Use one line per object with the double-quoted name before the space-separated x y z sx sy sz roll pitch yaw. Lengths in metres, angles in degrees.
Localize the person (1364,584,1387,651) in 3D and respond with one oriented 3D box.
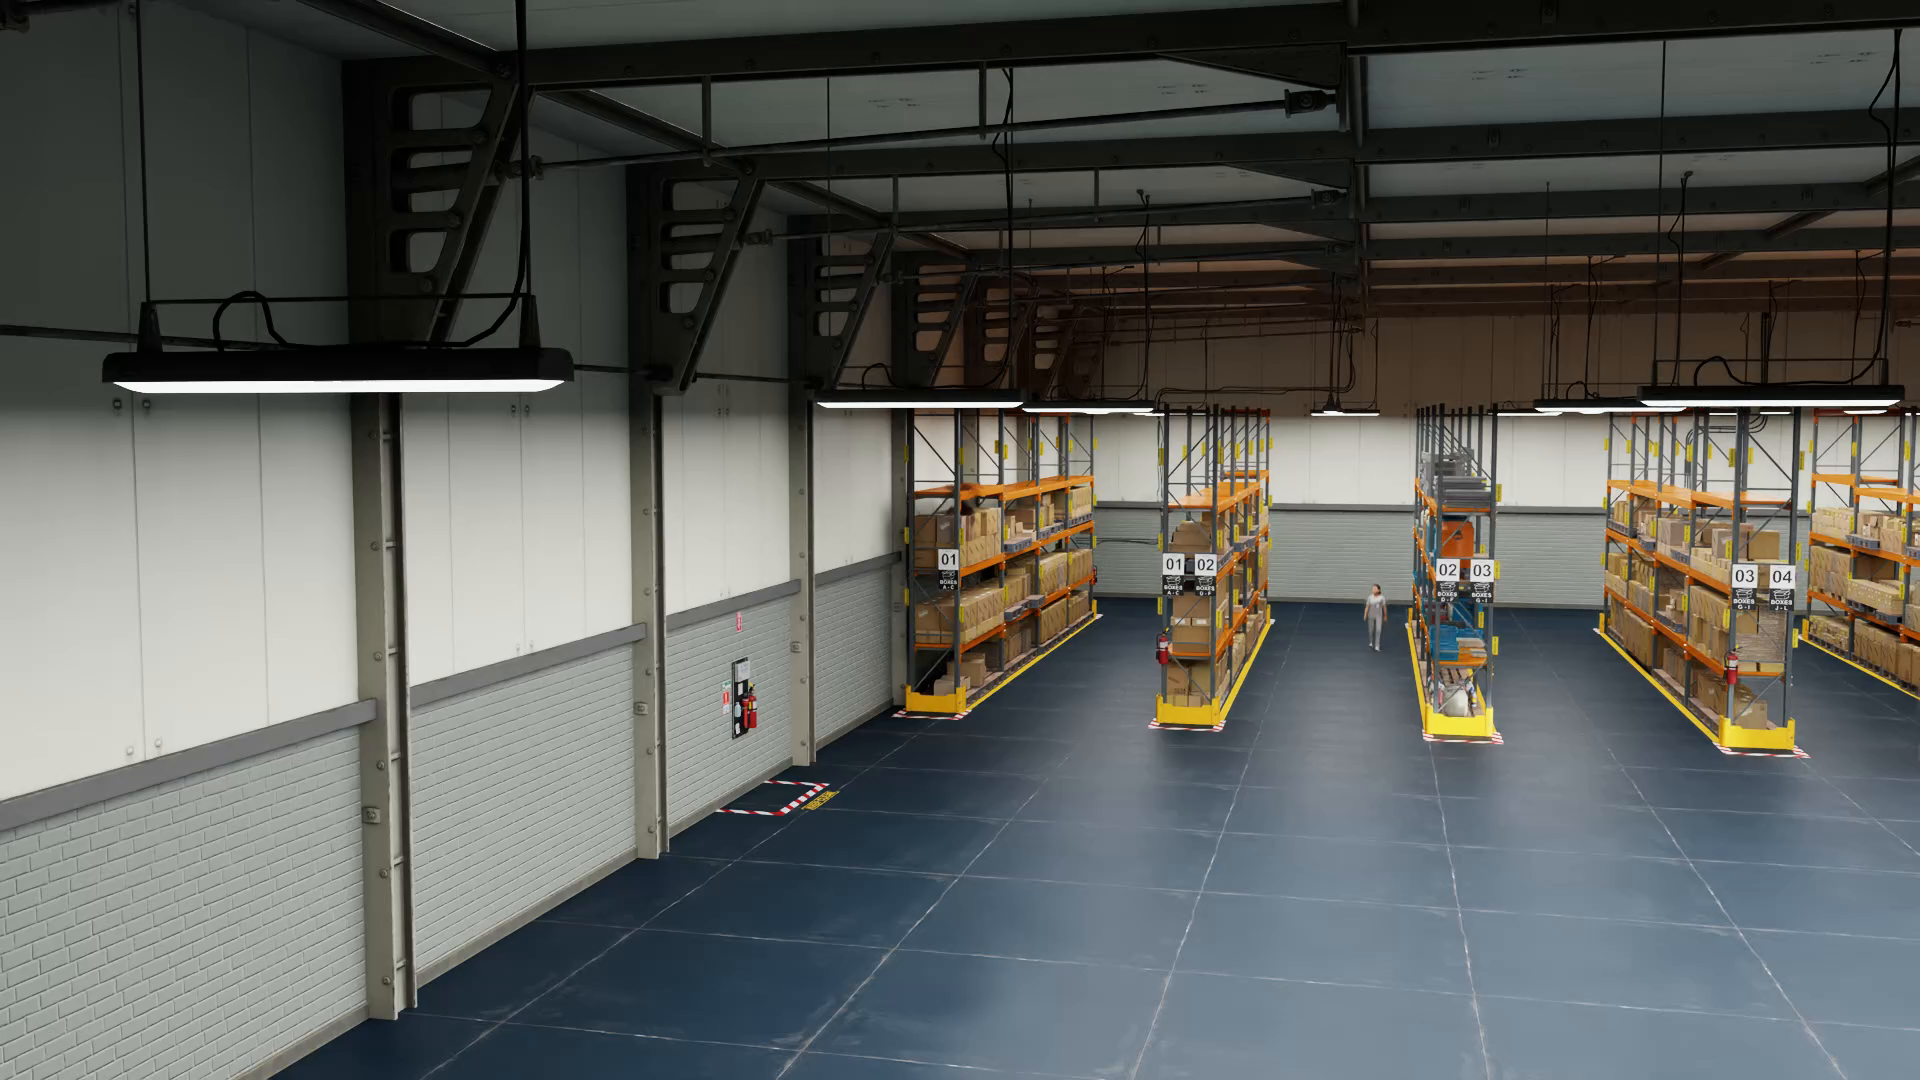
"person" 10.296 1.917 41.211 0.559 1.602 1.030 1 4 16
